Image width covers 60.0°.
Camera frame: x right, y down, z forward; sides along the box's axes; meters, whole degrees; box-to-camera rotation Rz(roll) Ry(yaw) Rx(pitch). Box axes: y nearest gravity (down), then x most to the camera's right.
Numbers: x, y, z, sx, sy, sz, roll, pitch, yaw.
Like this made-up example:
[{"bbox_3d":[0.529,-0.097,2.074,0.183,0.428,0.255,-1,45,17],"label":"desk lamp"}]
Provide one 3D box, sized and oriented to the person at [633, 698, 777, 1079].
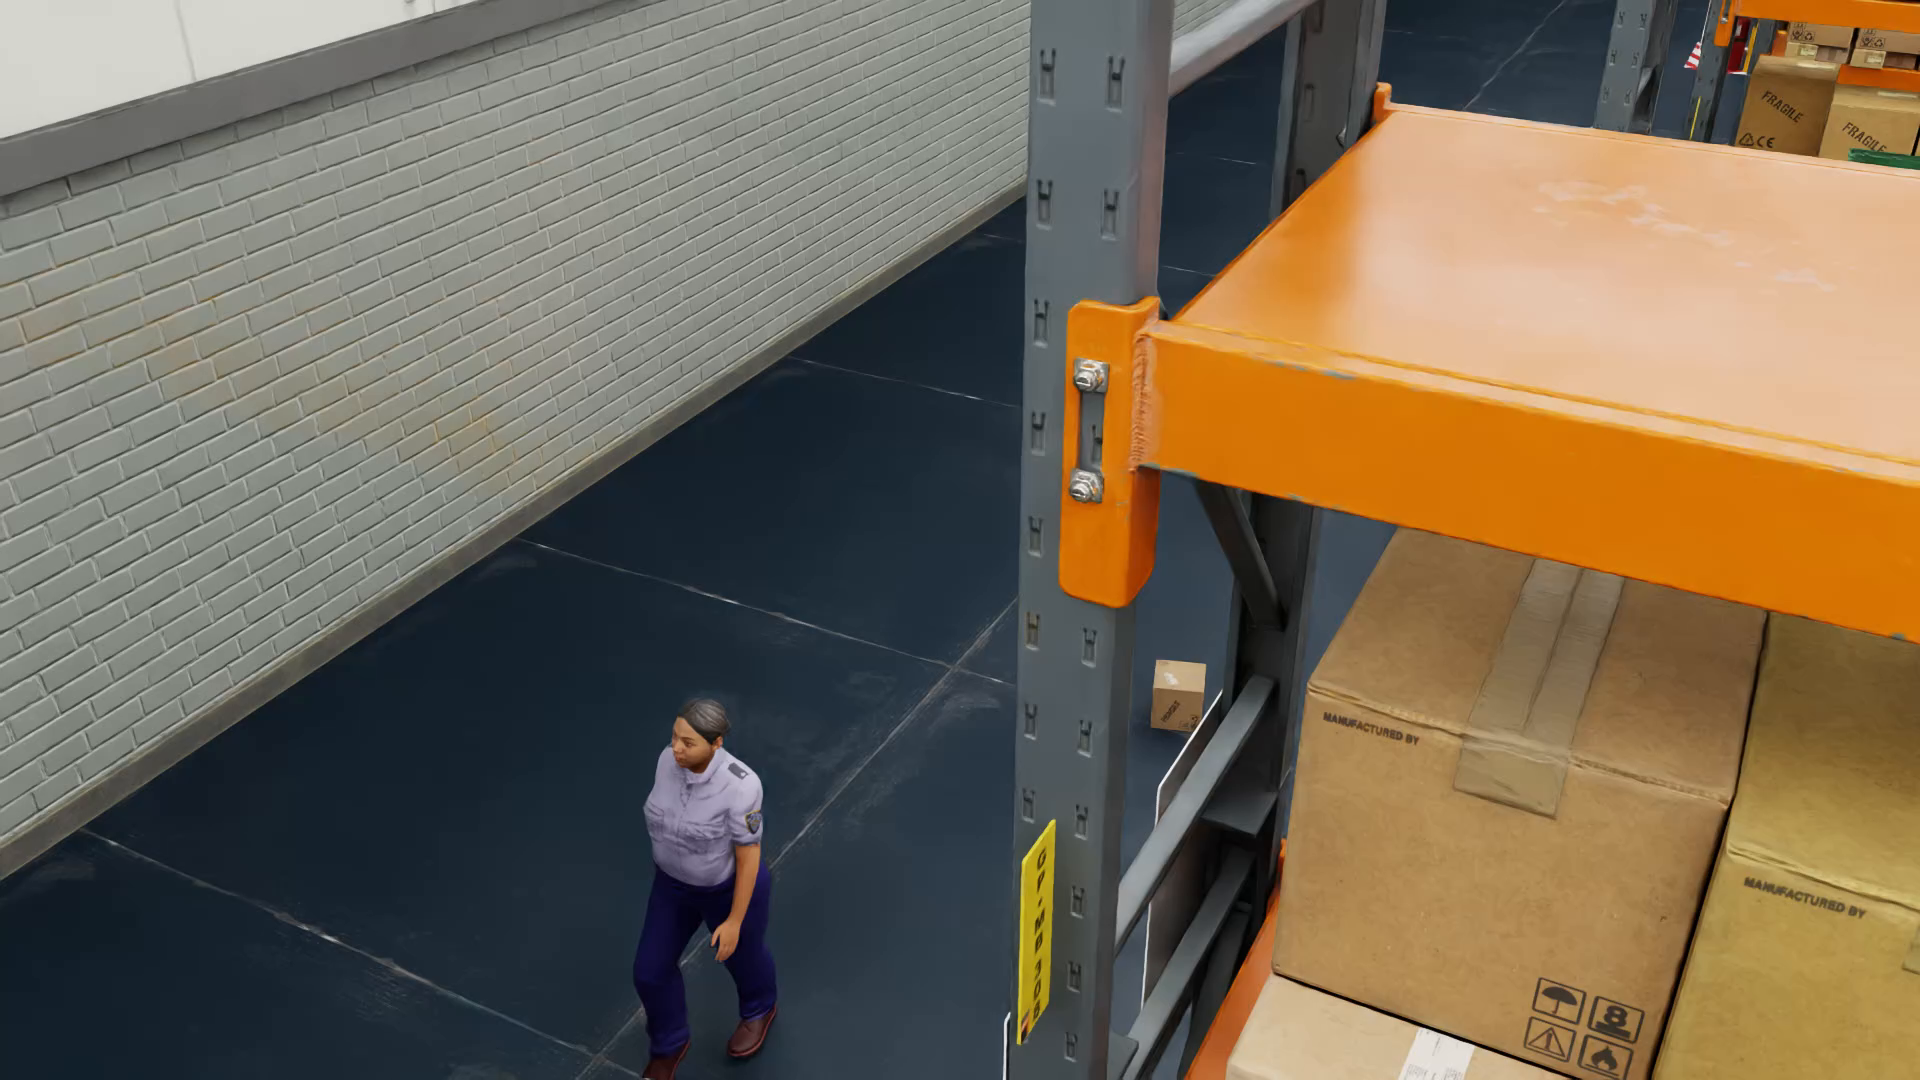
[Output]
[{"bbox_3d":[-0.933,1.323,6.056,0.484,1.704,0.591,15,33,24],"label":"person"}]
